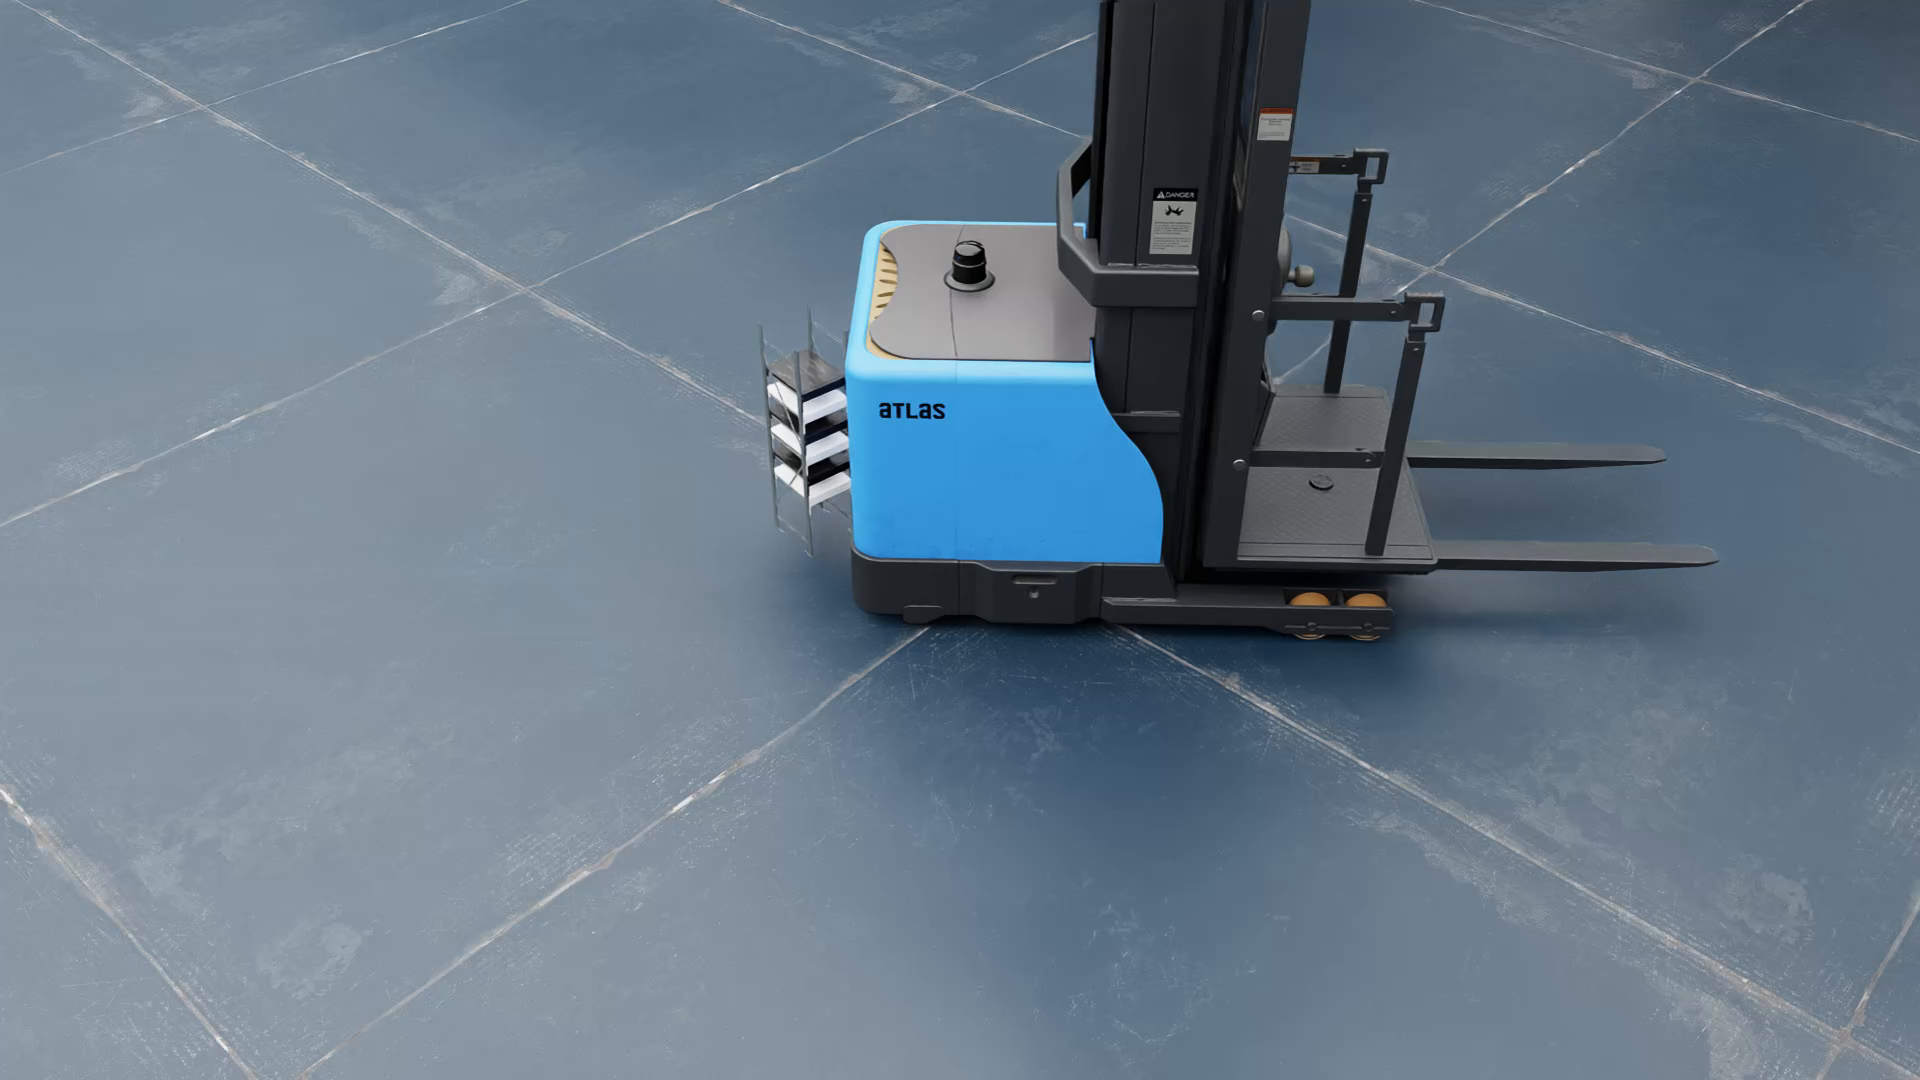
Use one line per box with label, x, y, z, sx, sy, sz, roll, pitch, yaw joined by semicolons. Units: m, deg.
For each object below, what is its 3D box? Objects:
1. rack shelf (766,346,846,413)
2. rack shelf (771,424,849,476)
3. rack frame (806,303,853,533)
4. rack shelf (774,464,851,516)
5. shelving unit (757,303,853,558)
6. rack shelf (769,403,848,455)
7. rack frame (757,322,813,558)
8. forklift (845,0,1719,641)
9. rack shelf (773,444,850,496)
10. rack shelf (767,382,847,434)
rack shelf;-0.544;-0.568;5.861;0.200;0.077;0.258;-27;46;-30
rack shelf;-0.544;-0.357;6.029;0.200;0.077;0.258;-27;46;-30
rack frame;-0.465;-0.423;6.058;0.006;0.900;0.240;-27;46;-30
rack shelf;-0.544;-0.216;6.141;0.200;0.077;0.258;-27;46;-30
shelving unit;-0.544;-0.383;6.008;0.210;0.900;0.258;-27;46;-30
rack shelf;-0.544;-0.427;5.973;0.200;0.077;0.258;-27;46;-30
rack frame;-0.623;-0.343;5.958;0.006;0.900;0.240;-27;46;-30
forklift;1.147;-1.134;5.321;3.031;2.935;1.130;1;39;1
rack shelf;-0.544;-0.286;6.085;0.200;0.077;0.258;-27;46;-30
rack shelf;-0.544;-0.497;5.917;0.200;0.077;0.258;-27;46;-30
